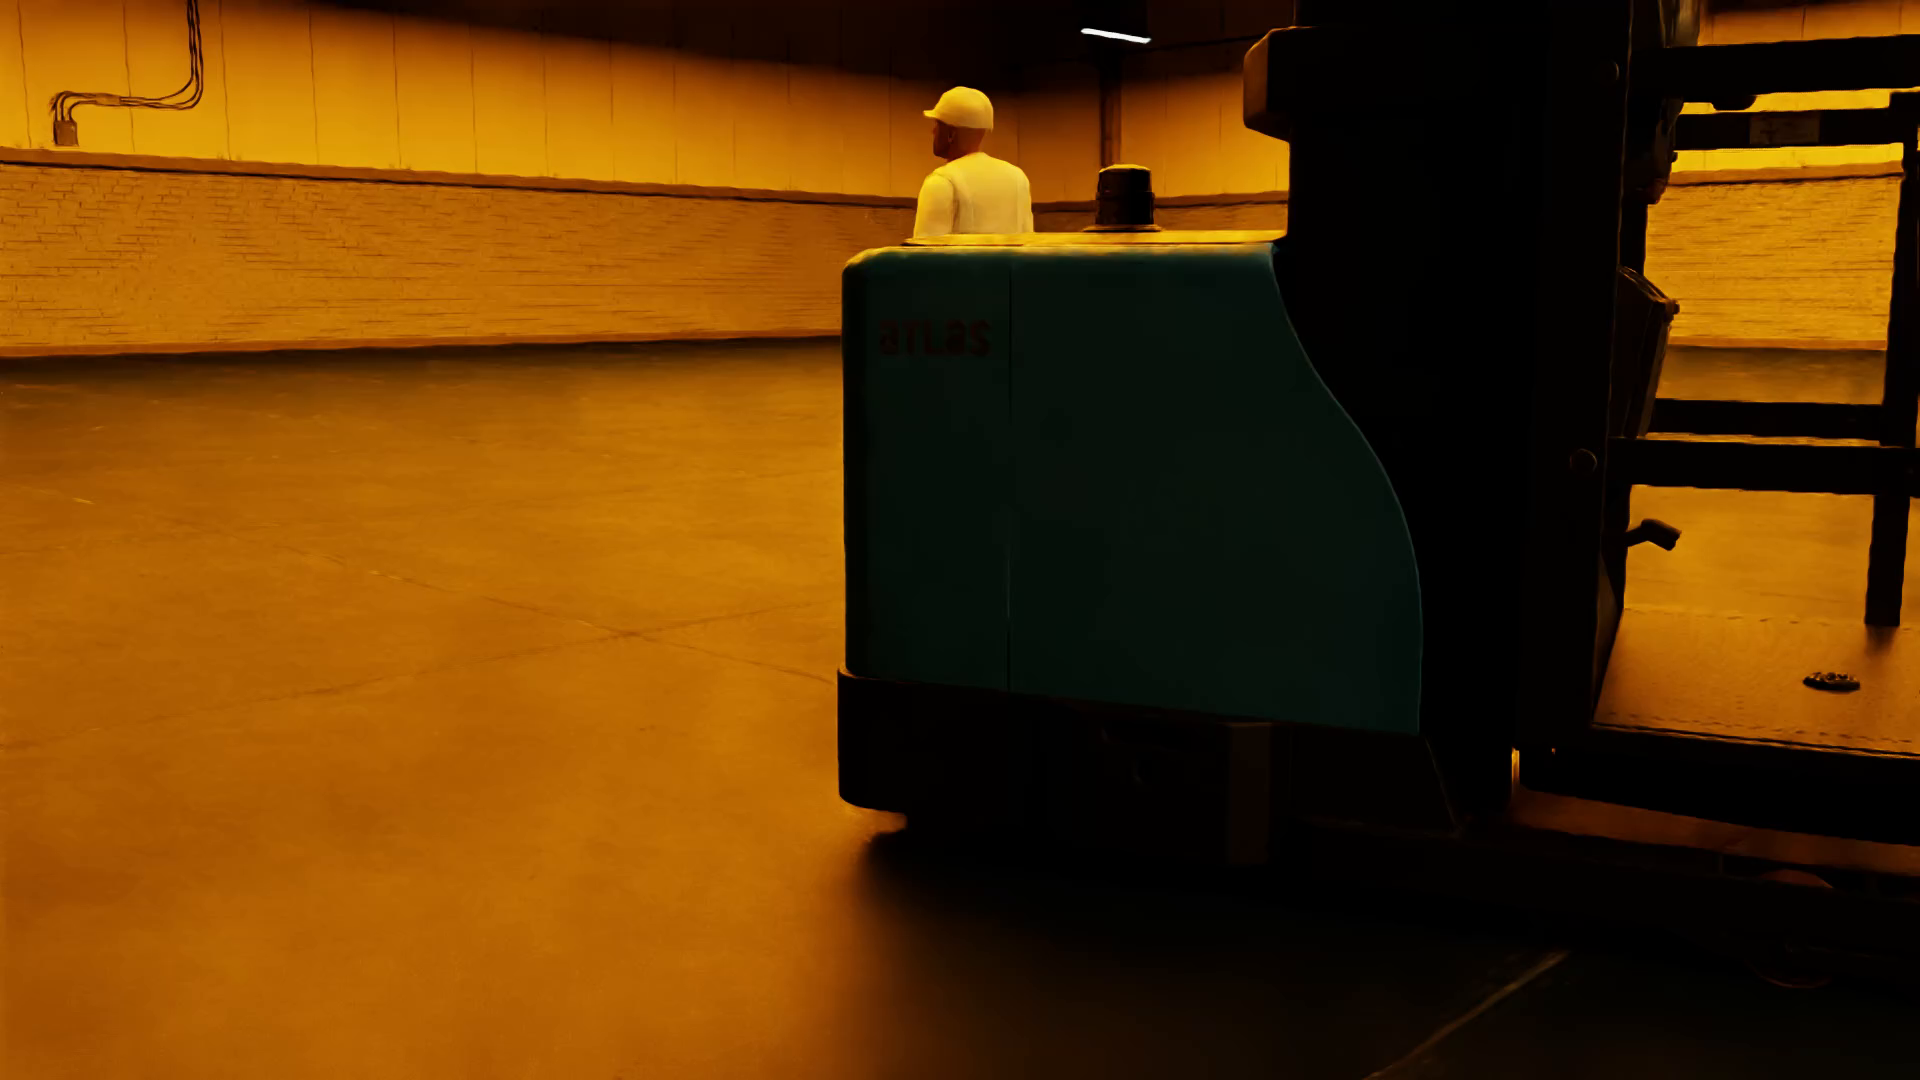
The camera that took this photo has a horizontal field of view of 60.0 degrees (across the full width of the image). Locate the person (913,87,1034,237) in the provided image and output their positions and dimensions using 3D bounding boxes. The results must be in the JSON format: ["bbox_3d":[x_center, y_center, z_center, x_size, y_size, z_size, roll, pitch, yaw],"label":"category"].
[{"bbox_3d":[-0.046,-0.888,6.637,0.576,1.766,0.665,8,12,43],"label":"person"}]

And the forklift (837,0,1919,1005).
[{"bbox_3d":[1.337,-0.878,2.707,3.031,2.935,1.130,4,9,24],"label":"forklift"}]
